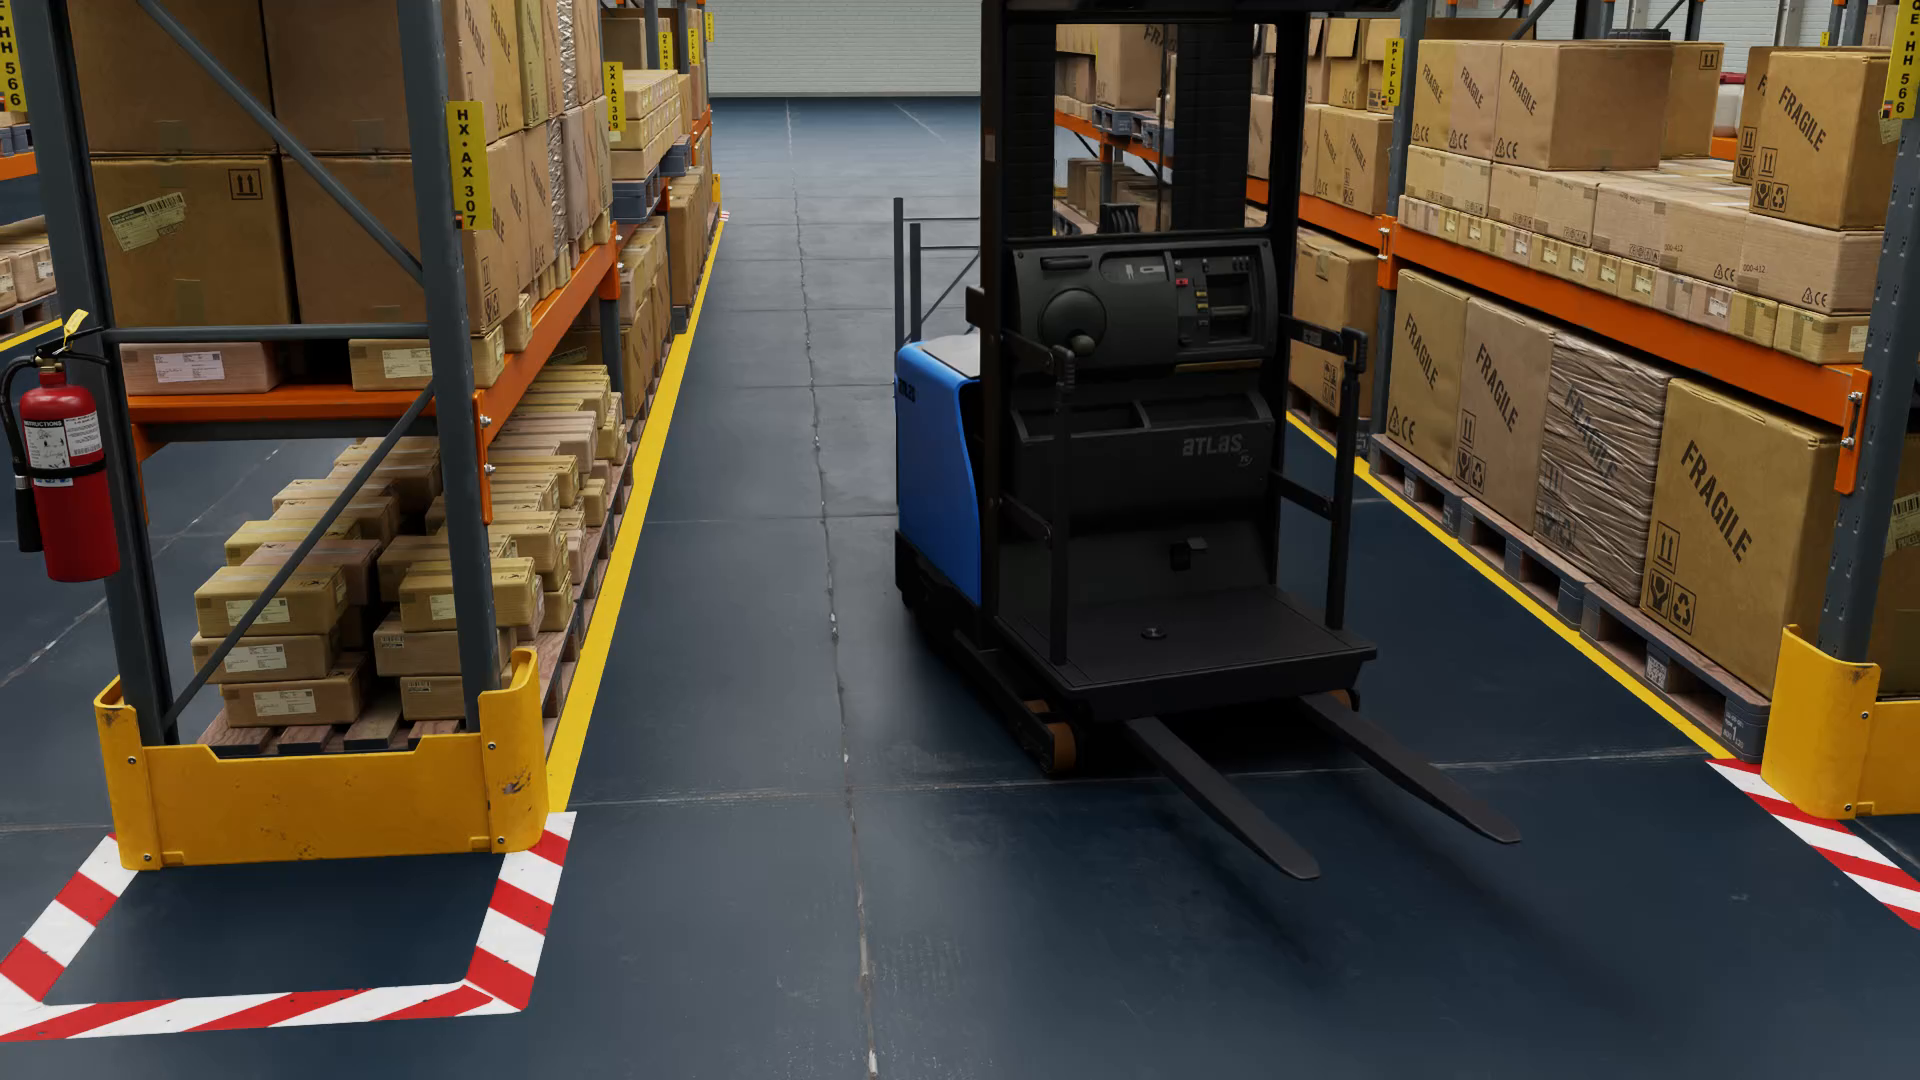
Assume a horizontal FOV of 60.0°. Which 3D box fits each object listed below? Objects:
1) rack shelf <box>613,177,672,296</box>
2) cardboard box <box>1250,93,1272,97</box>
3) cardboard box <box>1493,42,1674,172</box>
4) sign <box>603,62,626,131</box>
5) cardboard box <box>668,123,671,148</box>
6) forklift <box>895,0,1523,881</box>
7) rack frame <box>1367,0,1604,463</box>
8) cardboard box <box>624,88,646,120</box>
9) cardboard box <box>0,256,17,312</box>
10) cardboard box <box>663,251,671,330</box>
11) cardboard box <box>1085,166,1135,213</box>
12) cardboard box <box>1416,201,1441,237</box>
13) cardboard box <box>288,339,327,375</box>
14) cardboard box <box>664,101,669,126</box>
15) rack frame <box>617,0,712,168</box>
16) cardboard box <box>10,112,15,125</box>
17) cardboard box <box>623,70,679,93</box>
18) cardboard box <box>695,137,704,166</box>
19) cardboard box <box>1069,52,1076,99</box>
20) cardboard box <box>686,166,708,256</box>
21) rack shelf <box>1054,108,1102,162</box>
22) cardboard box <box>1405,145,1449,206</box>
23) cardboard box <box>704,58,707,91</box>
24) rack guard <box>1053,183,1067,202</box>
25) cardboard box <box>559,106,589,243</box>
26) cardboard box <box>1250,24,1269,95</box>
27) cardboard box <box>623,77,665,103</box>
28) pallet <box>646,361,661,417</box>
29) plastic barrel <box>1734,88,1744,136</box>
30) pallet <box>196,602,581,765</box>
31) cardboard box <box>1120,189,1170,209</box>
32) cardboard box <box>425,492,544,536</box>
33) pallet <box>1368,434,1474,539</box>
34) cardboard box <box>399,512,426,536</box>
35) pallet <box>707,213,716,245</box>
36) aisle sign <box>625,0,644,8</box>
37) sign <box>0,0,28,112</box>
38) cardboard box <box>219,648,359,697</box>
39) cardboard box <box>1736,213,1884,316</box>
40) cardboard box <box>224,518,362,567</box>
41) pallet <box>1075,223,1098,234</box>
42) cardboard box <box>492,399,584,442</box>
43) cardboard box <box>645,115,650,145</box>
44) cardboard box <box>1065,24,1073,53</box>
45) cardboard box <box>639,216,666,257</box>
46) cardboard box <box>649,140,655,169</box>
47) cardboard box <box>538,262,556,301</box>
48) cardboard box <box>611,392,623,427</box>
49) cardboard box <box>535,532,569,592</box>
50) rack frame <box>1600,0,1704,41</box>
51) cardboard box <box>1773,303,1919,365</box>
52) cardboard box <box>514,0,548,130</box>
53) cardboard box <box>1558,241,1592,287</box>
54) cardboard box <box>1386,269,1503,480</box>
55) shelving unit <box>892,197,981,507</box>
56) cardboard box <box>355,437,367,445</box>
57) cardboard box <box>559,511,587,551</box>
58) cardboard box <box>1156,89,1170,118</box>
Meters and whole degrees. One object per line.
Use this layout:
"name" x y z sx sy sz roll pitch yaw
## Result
"rack shelf" -2.435 -1.985 10.194 1.077 0.370 4.000 -2 18 -6
"cardboard box" 2.137 -2.788 11.384 0.500 0.500 0.500 -2 18 -7
"cardboard box" 2.611 -1.831 7.005 0.500 0.500 0.500 -2 18 -7
"sign" -1.690 -2.165 8.119 0.100 0.325 0.005 -2 18 -6
"cardboard box" -2.031 -2.567 10.564 0.380 0.149 0.250 -3 18 -8
"forklift" 0.690 -0.789 5.298 1.130 2.935 3.031 -6 18 -18
"rack frame" 2.715 -1.856 8.580 1.000 3.000 0.127 -2 18 -6
"cardboard box" -1.812 -2.229 8.493 0.380 0.149 0.250 -1 17 -3
"cardboard box" -7.603 -1.857 12.269 0.950 0.372 0.625 -3 18 -9
"cardboard box" -2.314 -1.744 11.697 0.500 0.500 0.500 -2 18 -6
"cardboard box" 1.666 -3.888 18.526 0.500 0.500 0.500 0 17 0
"cardboard box" 2.442 -1.559 8.055 0.380 0.149 0.250 -2 18 -7
"cardboard box" -2.119 -0.585 4.951 0.380 0.149 0.250 -2 18 -6
"cardboard box" -2.002 -2.629 10.266 0.380 0.149 0.250 -1 17 -4
"rack frame" -3.467 -5.308 19.576 1.000 3.000 0.127 -2 18 -6
"cardboard box" -7.492 -3.245 12.722 0.380 0.149 0.250 -1 17 -2
"cardboard box" -2.135 -3.157 11.450 0.380 0.149 0.250 -2 18 -8
"cardboard box" -3.146 -3.761 17.494 0.875 0.875 0.875 -2 18 -5
"cardboard box" 1.686 -5.160 18.443 0.875 0.500 0.500 -2 18 -6
"cardboard box" -2.901 -3.061 15.474 1.050 0.750 0.750 -2 18 -6
"rack shelf" 1.684 -4.492 18.178 1.077 0.370 4.000 -2 18 -6
"cardboard box" 2.503 -1.778 8.086 0.500 0.250 0.500 -2 18 -7
"cardboard box" -3.383 -5.270 19.206 0.875 0.550 0.550 -2 18 -6
"rack guard" 1.485 -4.216 20.270 1.175 0.500 0.348 -2 18 -6
"cardboard box" -1.796 -1.484 6.732 0.500 0.500 0.500 -2 18 -6
"cardboard box" 2.362 -3.355 11.515 0.797 0.503 0.637 -1 17 -4
"cardboard box" -1.978 -2.694 9.975 0.380 0.149 0.250 -1 17 -4
"pallet" -2.440 -0.998 10.505 1.003 0.211 1.213 -2 18 -6
"plastic barrel" 6.867 -3.679 14.202 0.421 0.512 0.421 0 17 0
"pallet" -1.873 0.524 5.656 1.003 0.211 1.213 -2 18 -6
"cardboard box" 1.932 -3.073 15.896 0.700 0.500 0.500 -3 18 -10
"cardboard box" -1.687 -0.060 5.926 0.380 0.149 0.250 -3 18 -8
"pallet" 2.716 -0.296 8.269 1.003 0.211 1.213 -2 18 -6
"cardboard box" -2.284 -0.057 6.413 0.380 0.149 0.250 -1 17 -3
"pallet" -3.184 -3.379 18.087 1.003 0.211 1.213 -2 18 -6
"aisle sign" -3.772 -6.560 19.224 0.394 0.787 0.004 -2 18 -6
"sign" -2.371 -1.233 4.136 0.100 0.325 0.005 -2 18 -6
"cardboard box" -2.205 0.395 5.469 0.380 0.149 0.250 -1 17 -4
"cardboard box" 2.814 -0.871 5.196 0.500 0.250 0.500 -2 18 -7
"cardboard box" -2.245 0.035 5.622 0.380 0.149 0.250 -2 18 -7
"pallet" 1.785 -3.108 17.224 1.003 0.211 1.213 -2 18 -6
"cardboard box" -1.886 -0.530 7.423 0.380 0.149 0.250 -1 17 -4
"cardboard box" -1.841 -2.164 8.783 0.380 0.149 0.250 -2 18 -7
"cardboard box" 1.418 -5.478 17.787 0.500 0.500 0.500 -2 18 -6
"cardboard box" -2.310 -2.094 11.560 0.500 0.250 0.500 -2 18 -7
"cardboard box" -1.868 -2.102 9.082 0.380 0.149 0.250 -2 18 -5
"cardboard box" -1.735 -0.991 6.245 0.380 0.149 0.250 -1 17 -4
"cardboard box" -1.880 -0.631 8.240 0.380 0.149 0.250 -1 17 -5
"cardboard box" -1.619 0.080 5.977 0.380 0.149 0.250 -1 17 -4
"rack frame" 6.816 -4.392 16.660 1.000 3.000 0.127 -2 18 -6
"cardboard box" 2.763 -0.640 5.127 0.380 0.149 0.250 -1 17 -5
"cardboard box" -1.688 -1.655 5.609 0.500 0.500 0.500 -2 18 -7
"cardboard box" 2.606 -1.095 6.578 0.380 0.149 0.250 -1 17 -5
"cardboard box" 2.703 -0.843 8.201 0.875 0.875 0.875 -2 18 -6
"shelving unit" -0.009 -0.741 7.533 0.538 1.500 1.048 -2 18 -6
"cardboard box" -2.360 -0.435 7.118 0.380 0.149 0.250 -1 17 -4
"cardboard box" -1.725 -0.007 6.752 0.380 0.149 0.250 -2 18 -6
"cardboard box" 1.862 -3.672 13.889 0.396 0.266 0.258 -2 18 -7
